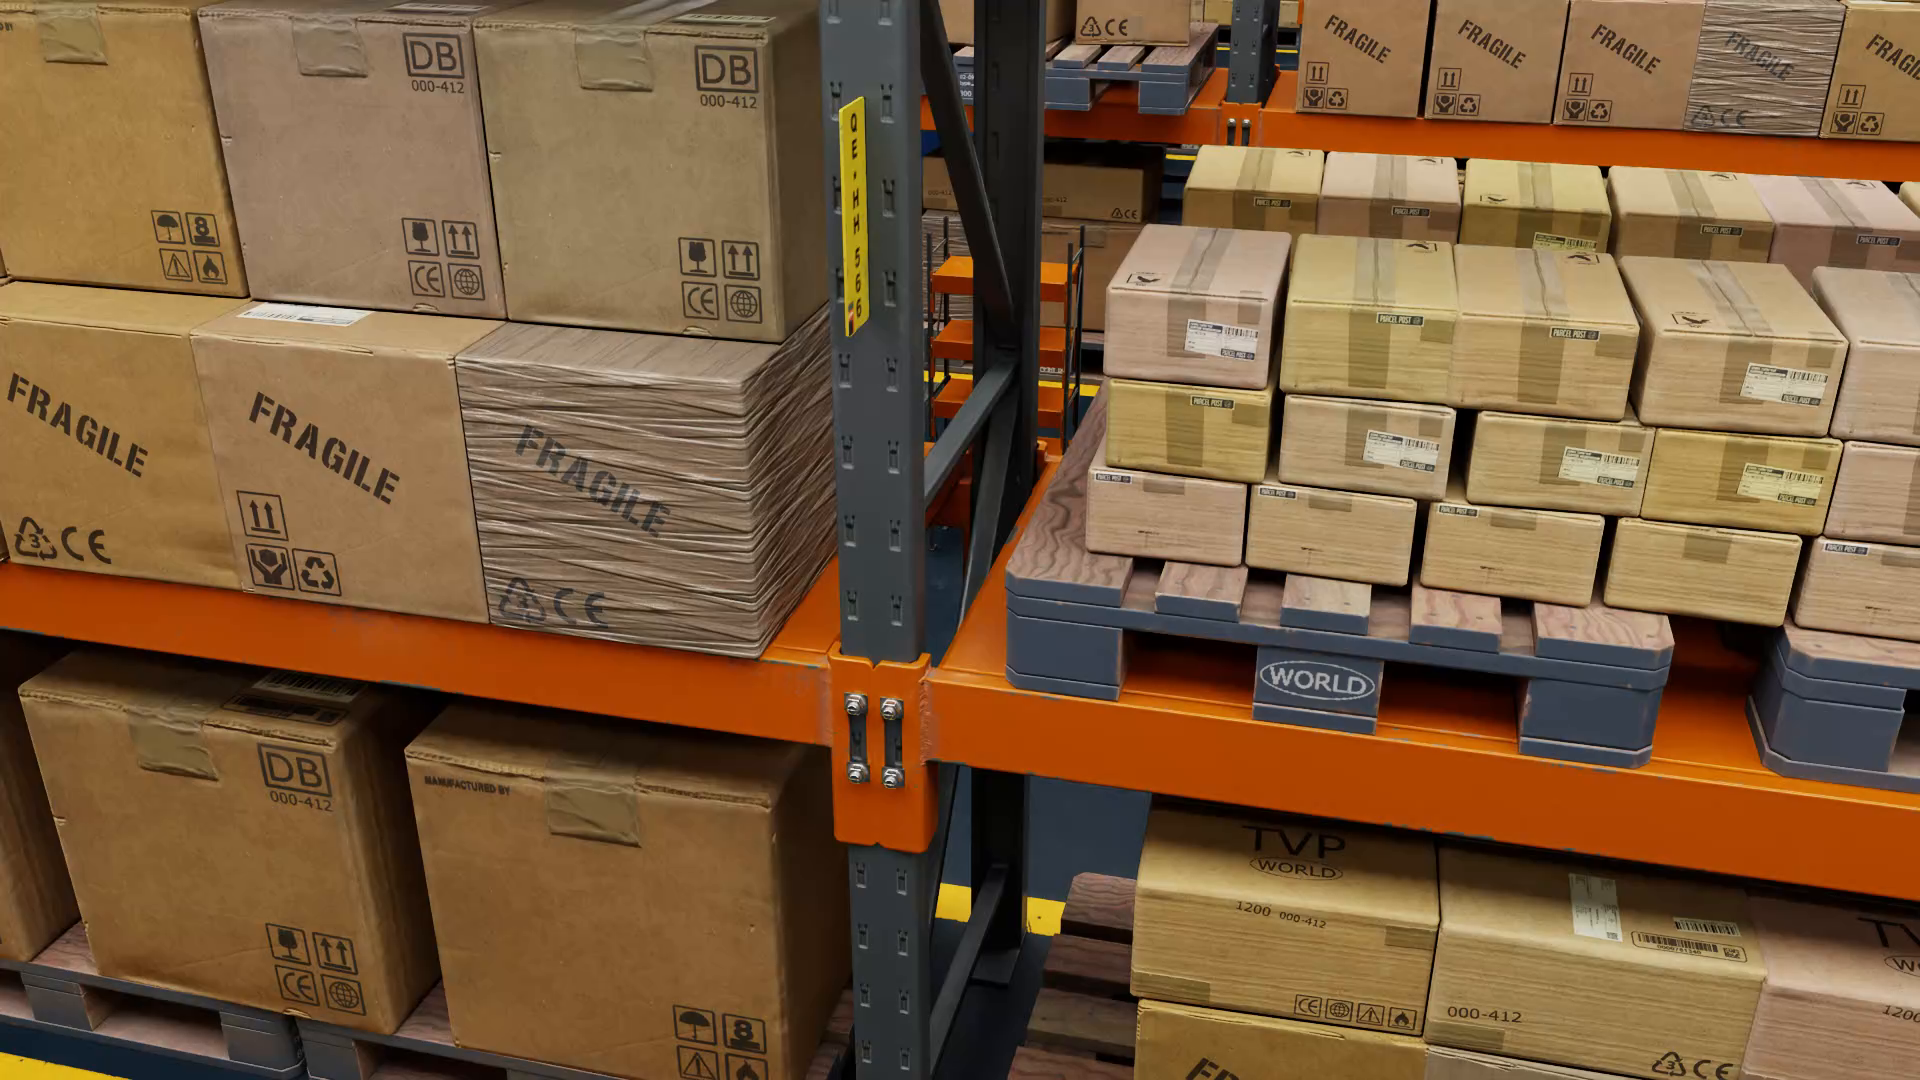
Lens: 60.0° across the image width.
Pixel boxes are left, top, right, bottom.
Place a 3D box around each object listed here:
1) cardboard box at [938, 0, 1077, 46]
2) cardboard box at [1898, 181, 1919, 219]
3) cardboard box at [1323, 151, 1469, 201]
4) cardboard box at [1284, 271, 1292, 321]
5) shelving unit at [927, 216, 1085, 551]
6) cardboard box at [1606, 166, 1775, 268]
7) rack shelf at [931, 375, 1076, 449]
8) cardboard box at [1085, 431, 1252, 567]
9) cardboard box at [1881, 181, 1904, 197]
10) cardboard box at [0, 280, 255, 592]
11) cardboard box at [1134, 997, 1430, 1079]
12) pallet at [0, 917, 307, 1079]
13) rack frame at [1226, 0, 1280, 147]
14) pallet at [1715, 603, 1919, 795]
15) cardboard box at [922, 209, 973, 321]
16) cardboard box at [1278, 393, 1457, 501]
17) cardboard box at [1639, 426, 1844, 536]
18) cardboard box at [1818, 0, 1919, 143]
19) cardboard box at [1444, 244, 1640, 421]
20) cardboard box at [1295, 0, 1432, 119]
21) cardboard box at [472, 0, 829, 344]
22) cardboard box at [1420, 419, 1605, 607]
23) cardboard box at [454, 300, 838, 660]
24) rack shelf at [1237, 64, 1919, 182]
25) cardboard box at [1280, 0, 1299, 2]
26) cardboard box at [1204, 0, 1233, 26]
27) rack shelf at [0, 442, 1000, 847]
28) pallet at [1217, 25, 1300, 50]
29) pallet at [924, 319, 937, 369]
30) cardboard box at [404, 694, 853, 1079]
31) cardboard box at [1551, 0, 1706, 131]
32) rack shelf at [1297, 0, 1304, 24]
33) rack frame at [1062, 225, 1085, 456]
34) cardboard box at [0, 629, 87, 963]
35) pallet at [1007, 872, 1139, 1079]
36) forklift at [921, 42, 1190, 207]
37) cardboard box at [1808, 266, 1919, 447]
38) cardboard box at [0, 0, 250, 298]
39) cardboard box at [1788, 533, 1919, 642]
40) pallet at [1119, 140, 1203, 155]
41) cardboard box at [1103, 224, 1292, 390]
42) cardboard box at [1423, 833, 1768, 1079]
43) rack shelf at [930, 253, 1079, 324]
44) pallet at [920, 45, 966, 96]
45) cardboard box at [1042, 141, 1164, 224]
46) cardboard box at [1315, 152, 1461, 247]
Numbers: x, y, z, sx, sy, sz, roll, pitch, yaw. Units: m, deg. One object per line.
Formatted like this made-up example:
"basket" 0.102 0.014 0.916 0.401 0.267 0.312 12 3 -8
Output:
"cardboard box" 0.219 -2.517 7.442 0.500 0.500 0.700 10 27 21
"cardboard box" 1.825 -0.512 2.948 0.250 0.149 0.380 8 26 16
"cardboard box" 1.981 -1.370 7.622 0.875 0.875 1.225 5 26 11
"cardboard box" 0.577 -0.516 3.301 0.250 0.149 0.380 7 26 14
"shelving unit" 0.160 -0.524 5.955 0.503 1.200 0.258 6 26 13
"cardboard box" 1.329 -0.569 3.067 0.250 0.149 0.380 7 26 15
"rack shelf" 0.160 -0.463 5.984 0.480 0.148 0.258 6 26 13
"cardboard box" 0.368 -0.113 2.801 0.250 0.149 0.380 6 26 12
"cardboard box" 3.701 -1.180 7.223 0.875 0.875 1.225 5 26 11
"cardboard box" -1.485 -0.258 3.185 0.500 0.500 0.500 6 26 12
"cardboard box" 0.606 0.952 3.180 0.500 0.500 0.500 5 26 11
"pallet" -1.938 0.843 4.233 1.213 0.211 1.003 6 26 13
"rack frame" 1.318 -2.223 7.429 0.127 3.000 1.000 6 26 13
"pallet" 1.912 0.113 2.746 1.213 0.211 1.003 6 26 13
"cardboard box" 0.124 -1.410 8.119 0.500 0.500 0.700 4 26 9
"cardboard box" 0.666 -0.216 2.671 0.250 0.149 0.380 8 26 15
"cardboard box" 1.170 -0.161 2.557 0.250 0.149 0.380 6 26 13
"cardboard box" 3.686 -1.885 6.603 0.500 0.500 0.500 6 26 12
"cardboard box" 0.881 -0.327 2.560 0.250 0.149 0.380 6 26 13
"cardboard box" 1.721 -2.102 7.060 0.500 0.500 0.500 7 26 15
"cardboard box" -0.448 -0.717 2.988 0.500 0.500 0.700 6 26 13
"cardboard box" 0.889 -0.055 2.680 0.250 0.149 0.380 8 27 16
"cardboard box" -0.518 -0.150 2.960 0.500 0.500 0.500 6 26 13
"rack shelf" 3.255 -1.684 7.134 4.000 0.370 1.077 6 26 13
"cardboard box" 3.220 -5.501 16.373 0.500 0.311 0.500 7 26 14
"cardboard box" 2.718 -5.303 16.609 0.500 0.250 0.500 6 26 12
"rack shelf" -1.952 -0.058 3.719 4.000 0.370 1.077 6 26 13
"pallet" 3.001 -5.192 16.909 1.213 0.211 1.003 6 26 13
"pallet" -0.616 -1.179 8.482 1.213 0.211 1.003 6 26 13
"cardboard box" -0.583 0.555 3.723 0.750 0.750 1.050 6 26 12
"cardboard box" 2.718 -1.995 6.834 0.500 0.500 0.500 6 26 12
"rack shelf" 0.614 -4.174 12.365 4.000 0.370 1.077 6 26 13
"rack frame" 0.397 -0.498 5.900 0.015 1.200 0.240 6 26 13
"cardboard box" -2.332 0.363 4.126 0.750 0.750 1.050 6 26 13
"pallet" 0.741 1.175 3.537 1.213 0.211 1.003 6 26 13
"forklift" 0.762 -3.389 9.959 3.031 2.935 1.130 6 26 12
"cardboard box" 1.400 -0.271 2.441 0.250 0.149 0.380 8 26 15
"cardboard box" -1.435 -0.825 3.214 0.500 0.500 0.700 6 26 12
"cardboard box" 1.409 0.000 2.563 0.250 0.149 0.380 7 26 15
"pallet" 1.811 -3.125 12.568 1.213 0.211 1.003 6 26 13
"cardboard box" 0.388 -0.383 2.676 0.250 0.149 0.380 6 26 13
"cardboard box" 1.083 0.661 2.920 0.500 0.250 0.500 6 26 12
"rack shelf" 0.160 -0.879 5.786 0.480 0.148 0.258 6 26 13
"pallet" -0.609 -2.331 7.880 1.213 0.211 1.003 6 26 13
"cardboard box" 0.662 -1.691 7.835 0.500 0.250 0.500 7 26 15
"cardboard box" 0.816 -0.624 3.183 0.250 0.149 0.380 6 26 12
